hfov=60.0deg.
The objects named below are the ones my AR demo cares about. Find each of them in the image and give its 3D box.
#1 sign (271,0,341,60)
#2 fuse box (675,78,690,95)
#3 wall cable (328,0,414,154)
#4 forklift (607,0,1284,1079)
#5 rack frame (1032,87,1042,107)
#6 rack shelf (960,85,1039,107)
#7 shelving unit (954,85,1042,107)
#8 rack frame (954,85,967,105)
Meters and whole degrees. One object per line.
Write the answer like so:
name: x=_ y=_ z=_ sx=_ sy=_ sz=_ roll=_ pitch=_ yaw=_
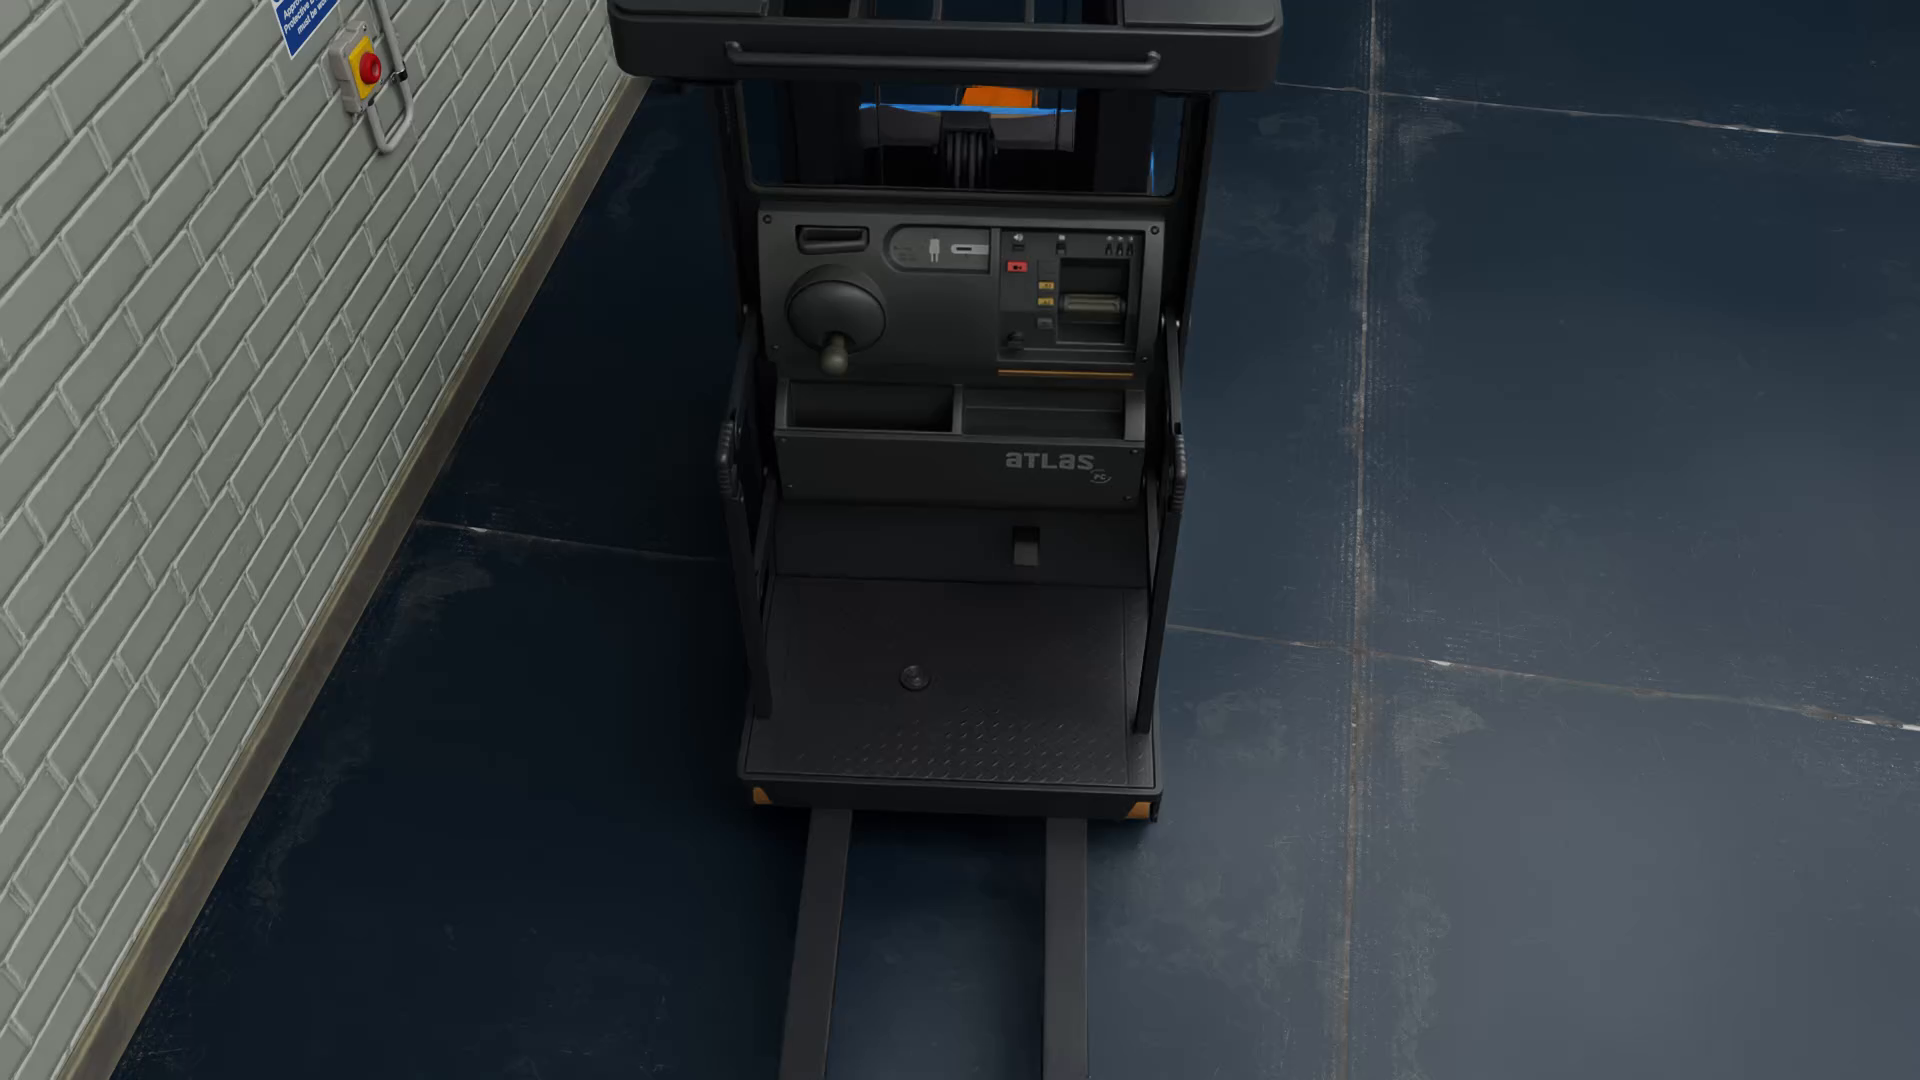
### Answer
sign: x=-1.706 y=-1.436 z=4.342 sx=0.001 sy=0.218 sz=0.327 roll=8 pitch=49 yaw=7
fuse box: x=-1.120 y=-2.460 z=6.310 sx=0.414 sy=1.711 sz=0.539 roll=8 pitch=49 yaw=7
wall cable: x=-1.638 y=-1.722 z=4.077 sx=0.123 sy=1.953 sz=0.585 roll=8 pitch=49 yaw=7
forklift: x=-0.008 y=-0.471 z=3.702 sx=1.130 sy=2.935 sz=3.031 roll=2 pitch=48 yaw=2
rack frame: x=0.235 y=-1.091 z=5.513 sx=0.008 sy=1.050 sz=0.200 roll=7 pitch=43 yaw=6
rack shelf: x=0.119 y=-1.307 z=5.341 sx=0.240 sy=0.259 sz=0.215 roll=7 pitch=43 yaw=6
shelving unit: x=0.114 y=-1.107 z=5.527 sx=0.252 sy=1.050 sz=0.215 roll=7 pitch=43 yaw=6
rack frame: x=-0.006 y=-1.122 z=5.540 sx=0.008 sy=1.050 sz=0.200 roll=7 pitch=43 yaw=6
